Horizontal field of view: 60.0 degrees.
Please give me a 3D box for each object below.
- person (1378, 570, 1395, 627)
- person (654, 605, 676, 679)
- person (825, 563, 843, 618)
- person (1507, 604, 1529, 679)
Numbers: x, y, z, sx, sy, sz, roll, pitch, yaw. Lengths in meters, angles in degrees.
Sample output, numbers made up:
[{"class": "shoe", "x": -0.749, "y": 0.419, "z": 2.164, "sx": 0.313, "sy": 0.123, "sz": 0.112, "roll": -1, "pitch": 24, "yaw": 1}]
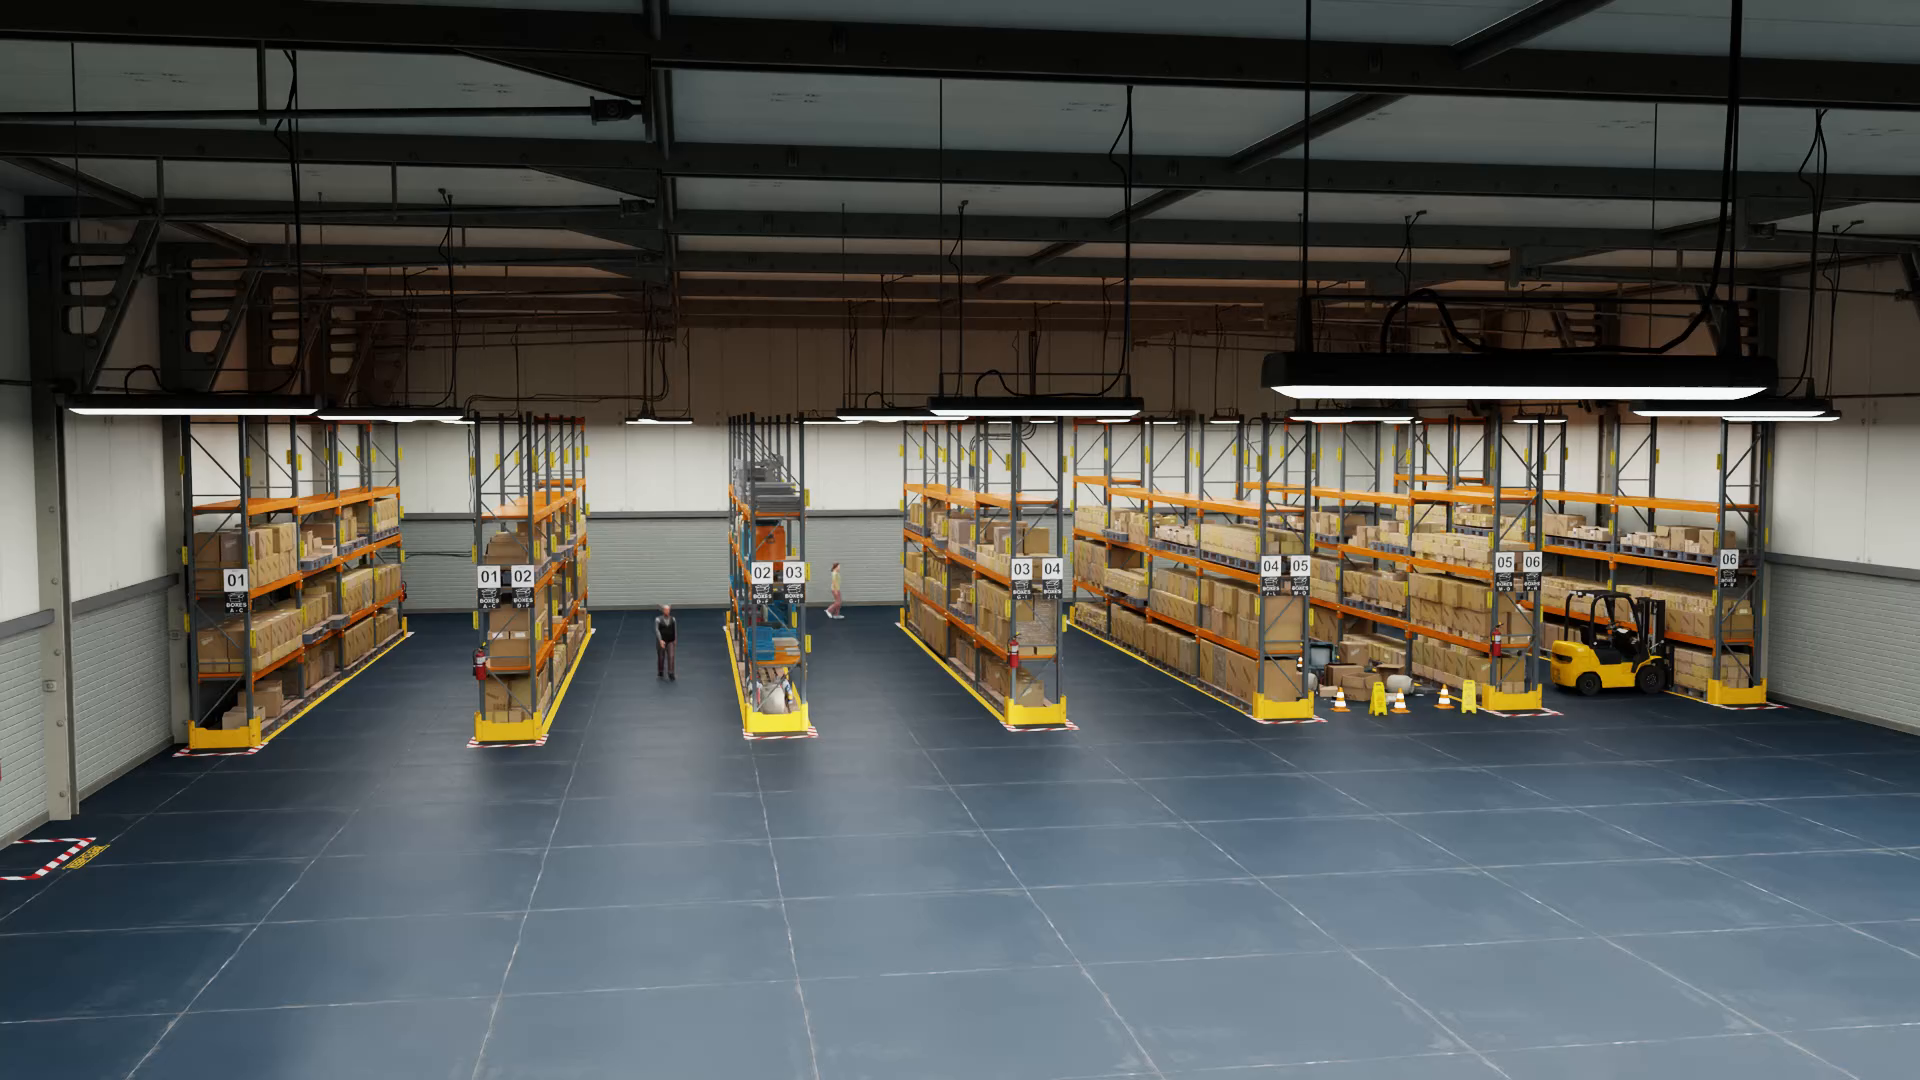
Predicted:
[{"class": "person", "x": 12.237, "y": 1.665, "z": 47.556, "sx": 0.463, "sy": 1.632, "sz": 0.836, "roll": -4, "pitch": 5, "yaw": -43}, {"class": "person", "x": -6.654, "y": 2.309, "z": 37.732, "sx": 0.537, "sy": 1.658, "sz": 1.015, "roll": -2, "pitch": 4, "yaw": -23}, {"class": "person", "x": -3.743, "y": 1.507, "z": 49.484, "sx": 0.552, "sy": 1.663, "sz": 0.483, "roll": -1, "pitch": 4, "yaw": -11}, {"class": "person", "x": 12.765, "y": 2.307, "z": 38.069, "sx": 0.589, "sy": 1.668, "sz": 0.741, "roll": -1, "pitch": 4, "yaw": -9}]
